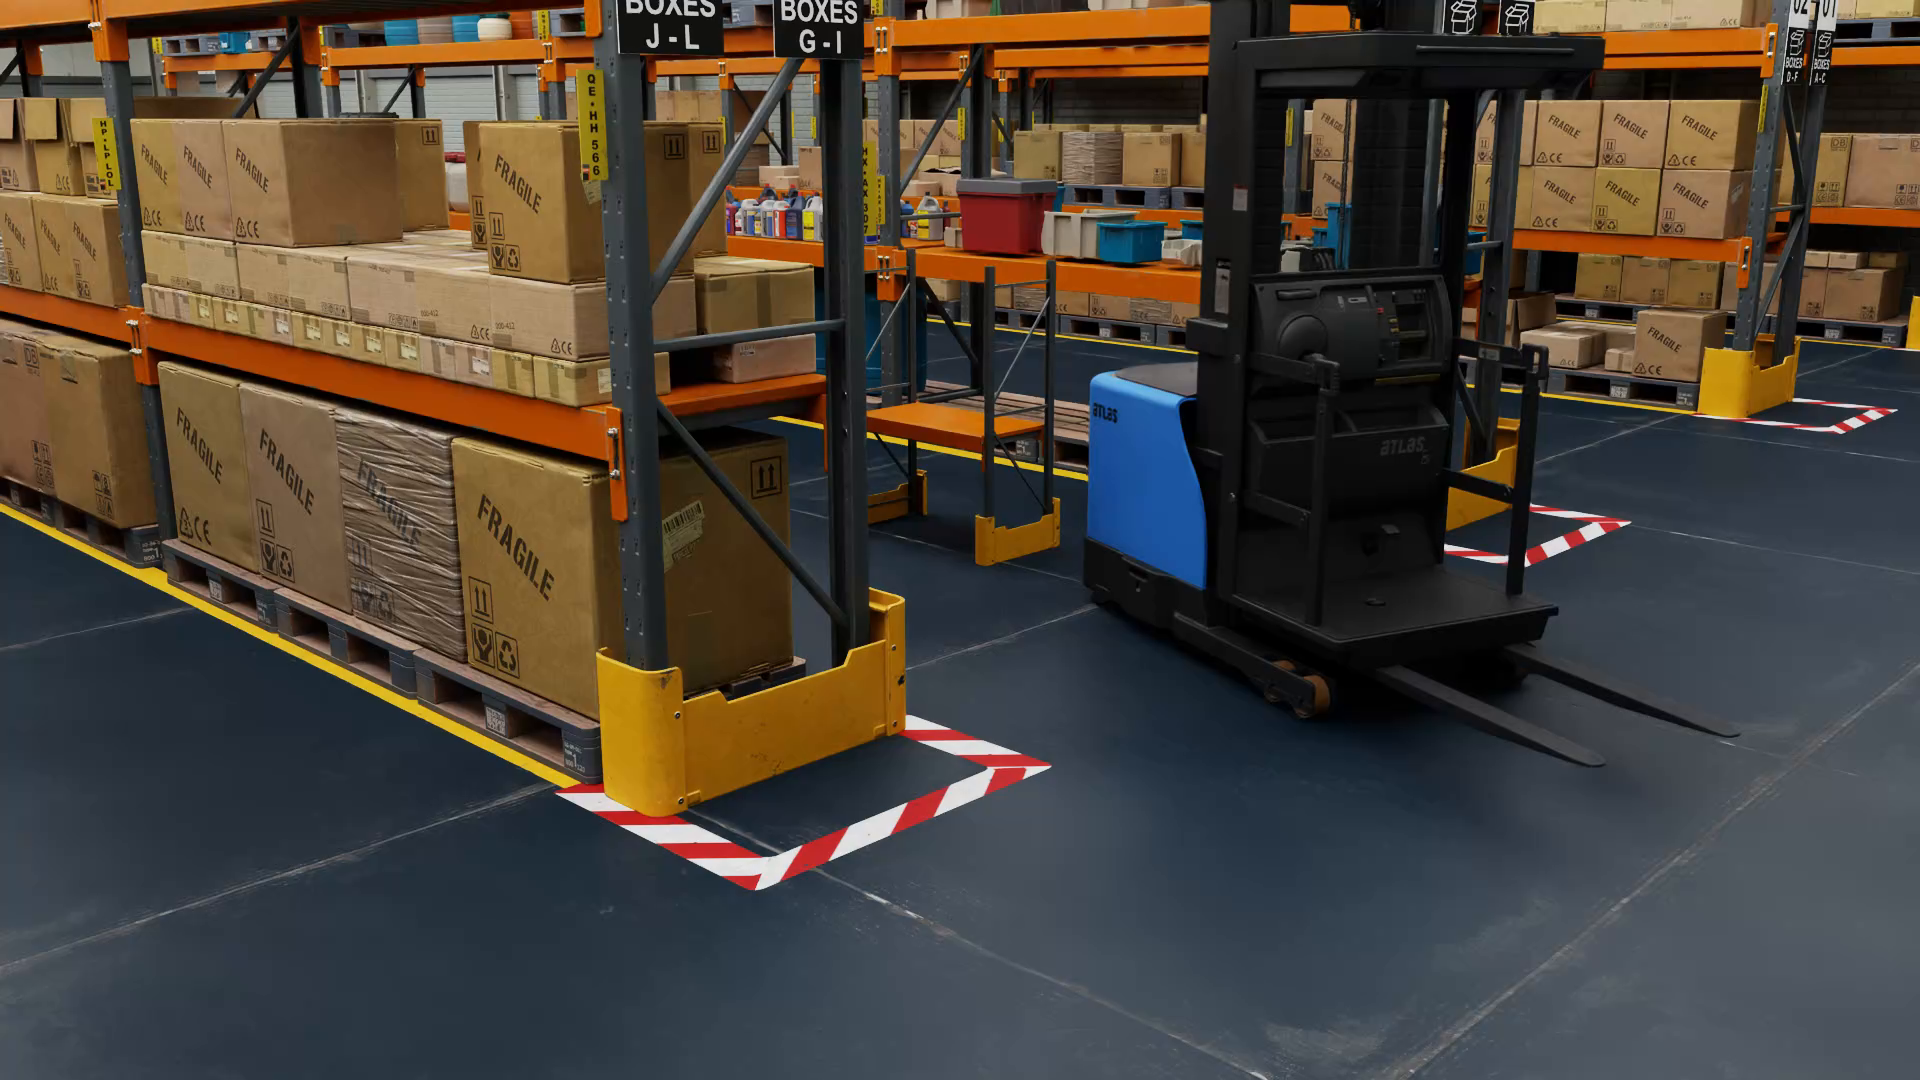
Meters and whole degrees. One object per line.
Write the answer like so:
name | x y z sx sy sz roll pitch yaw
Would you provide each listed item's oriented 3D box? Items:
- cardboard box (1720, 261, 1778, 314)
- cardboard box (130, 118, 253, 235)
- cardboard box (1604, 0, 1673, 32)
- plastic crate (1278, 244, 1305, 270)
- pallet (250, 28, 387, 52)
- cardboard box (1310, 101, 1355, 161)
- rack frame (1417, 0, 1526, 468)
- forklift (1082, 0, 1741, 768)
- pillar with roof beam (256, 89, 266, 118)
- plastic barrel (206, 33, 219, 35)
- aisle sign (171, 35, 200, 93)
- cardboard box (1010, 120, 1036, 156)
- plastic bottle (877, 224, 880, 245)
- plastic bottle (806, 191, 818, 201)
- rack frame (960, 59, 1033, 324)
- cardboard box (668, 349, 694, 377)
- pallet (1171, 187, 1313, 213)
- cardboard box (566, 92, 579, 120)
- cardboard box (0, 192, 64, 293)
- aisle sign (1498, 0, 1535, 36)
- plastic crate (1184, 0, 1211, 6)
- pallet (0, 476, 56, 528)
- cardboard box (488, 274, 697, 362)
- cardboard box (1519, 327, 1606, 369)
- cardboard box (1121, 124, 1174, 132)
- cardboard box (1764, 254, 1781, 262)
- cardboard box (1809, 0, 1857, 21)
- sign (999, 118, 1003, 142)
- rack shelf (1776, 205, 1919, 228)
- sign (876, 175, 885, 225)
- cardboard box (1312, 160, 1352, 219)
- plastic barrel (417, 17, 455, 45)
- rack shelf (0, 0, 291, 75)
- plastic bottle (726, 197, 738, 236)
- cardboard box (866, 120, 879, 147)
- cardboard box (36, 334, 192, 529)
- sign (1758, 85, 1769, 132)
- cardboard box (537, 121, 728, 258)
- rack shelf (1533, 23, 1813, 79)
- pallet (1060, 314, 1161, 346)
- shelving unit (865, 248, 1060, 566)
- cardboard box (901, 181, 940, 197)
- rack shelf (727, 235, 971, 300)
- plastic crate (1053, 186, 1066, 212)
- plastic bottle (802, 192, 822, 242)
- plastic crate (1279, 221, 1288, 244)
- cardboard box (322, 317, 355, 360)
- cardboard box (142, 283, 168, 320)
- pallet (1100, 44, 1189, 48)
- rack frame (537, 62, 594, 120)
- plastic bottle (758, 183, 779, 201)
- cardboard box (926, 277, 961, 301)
cardboard box | 8.296 -2.647 17.266 0.500 0.500 0.700 13 19 40
cardboard box | -3.435 -1.680 7.652 0.500 0.500 0.500 14 20 42
cardboard box | 5.251 -3.984 12.622 0.500 0.250 0.500 14 20 42
plastic crate | 1.804 -1.640 9.681 0.243 0.136 0.396 14 20 42
pallet | -6.510 -5.144 17.151 1.003 0.211 1.213 14 20 42
cardboard box | 3.421 -3.572 14.512 0.500 0.500 0.500 -14 20 -43
rack frame | 2.715 -1.575 9.029 0.127 3.000 1.000 14 20 42
forklift | 1.665 -0.864 6.433 1.130 2.935 3.031 -7 16 -24
pillar with roof beam | -21.087 -12.530 39.174 0.400 9.000 9.100 14 20 42
plastic barrel | -8.365 -6.176 19.052 0.708 0.830 0.600 14 20 42
aisle sign | -9.058 -5.593 19.292 0.004 0.787 0.394 14 20 42
cardboard box | 0.760 -5.894 24.373 0.500 0.500 0.500 13 19 41
plastic bottle | -0.599 -2.215 11.879 0.097 0.201 0.097 0 15 0
plastic bottle | -1.086 -2.411 12.336 0.185 0.351 0.144 14 20 42
rack frame | 0.397 -3.874 17.850 0.127 3.000 1.000 14 20 42
cardboard box | -0.935 -0.721 6.250 0.250 0.149 0.380 13 20 41
pallet | 2.777 -3.240 15.800 1.213 0.211 1.003 14 20 42
cardboard box | -4.997 -5.857 22.689 0.500 0.500 0.700 14 20 42
cardboard box | -4.861 -1.635 9.060 0.500 0.500 0.500 13 20 42
aisle sign | 2.973 -2.875 8.859 0.004 0.787 0.394 14 20 42
plastic crate | 1.334 -3.413 10.369 0.530 0.282 0.437 14 20 42
pallet | -5.092 -0.362 9.902 1.213 0.211 1.003 14 20 42
cardboard box | -1.256 -0.784 5.700 0.500 0.250 0.500 13 20 41
cardboard box | 4.931 -1.578 13.621 0.500 0.250 0.500 14 20 42
cardboard box | 2.575 -5.329 22.365 0.500 0.500 0.700 14 20 42
cardboard box | 8.519 -2.977 17.245 0.250 0.149 0.380 14 20 43
cardboard box | 8.505 -5.175 16.161 0.500 0.250 0.500 13 19 40
sign | 0.582 -5.793 23.498 0.005 0.325 0.100 14 20 42
rack shelf | 8.152 -3.375 17.364 4.000 0.370 1.077 14 20 42
sign | -0.547 -2.310 11.298 0.005 0.325 0.100 14 20 42
cardboard box | 3.454 -3.083 14.619 0.500 0.500 0.500 -14 20 -43
plastic barrel | -4.936 -5.205 16.018 0.600 0.901 0.600 0 15 0
rack shelf | -5.042 -2.830 9.321 4.000 0.370 1.077 14 20 42
plastic bottle | -1.760 -2.478 12.723 0.133 0.283 0.061 14 20 42
cardboard box | -1.075 -6.156 25.378 0.500 0.500 0.500 13 19 40
cardboard box | -4.077 -0.660 8.896 0.875 0.875 1.225 14 20 42
sign | 5.756 -3.090 11.918 0.005 0.325 0.100 14 20 42
cardboard box | -1.241 -1.331 6.311 0.500 0.500 0.500 13 19 41
rack shelf | 4.716 -3.927 13.533 4.000 0.370 1.077 14 20 42
pallet | 1.782 -2.173 16.855 1.213 0.211 1.003 14 20 42
shelving unit | -0.055 -0.739 8.794 1.083 1.500 0.587 14 20 42
cardboard box | -0.442 -3.859 18.293 0.250 0.149 0.380 14 20 42
rack shelf | -1.604 -2.277 13.149 4.000 0.370 1.077 14 20 42
plastic crate | 0.409 -2.277 11.634 0.575 0.384 0.392 14 20 42
plastic bottle | -1.053 -2.353 12.111 0.185 0.351 0.144 14 20 42
plastic crate | 1.818 -1.857 10.322 0.300 0.233 0.416 14 20 42
cardboard box | -2.308 -0.825 6.647 0.380 0.149 0.250 -14 20 -43
cardboard box | -3.620 -1.143 7.866 0.250 0.149 0.380 14 20 42
pallet | 2.107 -4.842 15.990 1.003 0.211 1.213 14 20 42
rack frame | -5.362 -5.274 23.224 0.127 3.000 1.000 14 20 42
plastic bottle | -1.548 -2.723 13.530 0.185 0.351 0.144 14 20 42
cardboard box | -0.151 -2.794 18.327 0.500 0.250 0.500 -14 20 -43
